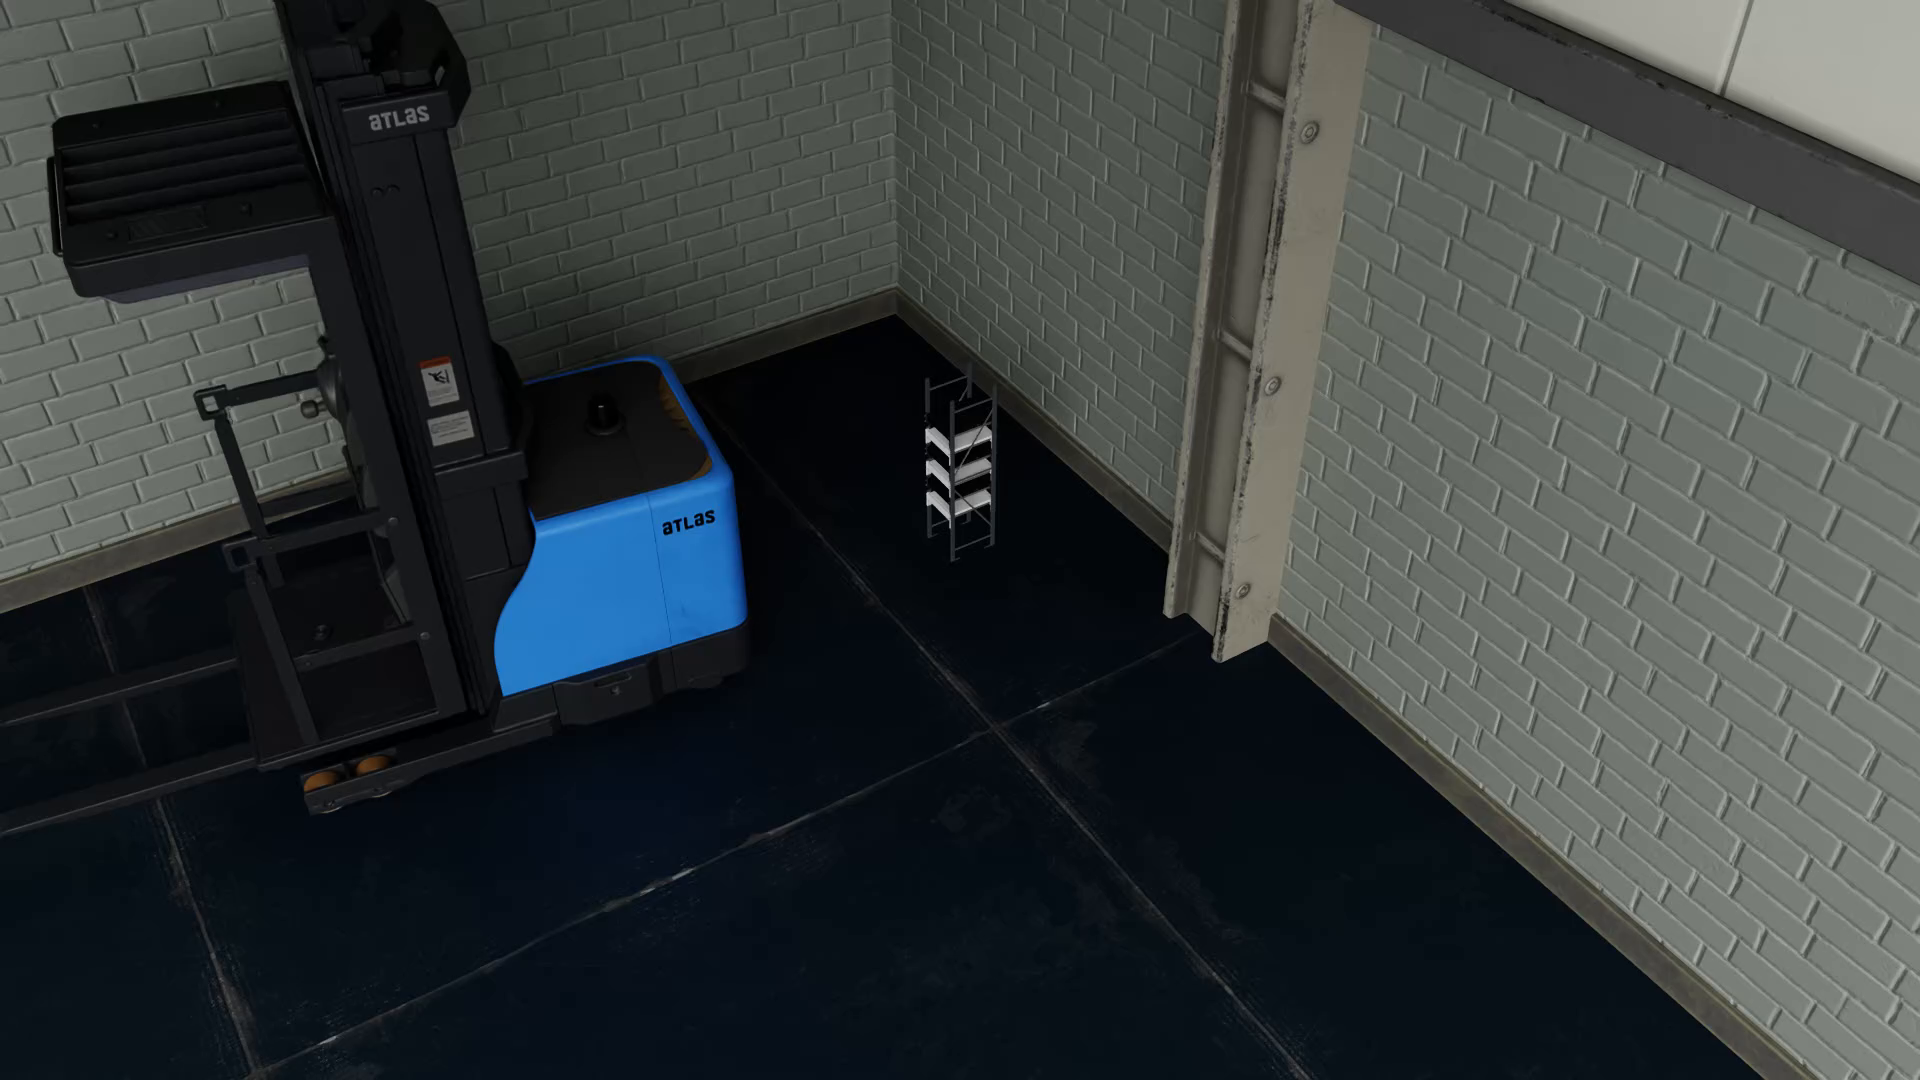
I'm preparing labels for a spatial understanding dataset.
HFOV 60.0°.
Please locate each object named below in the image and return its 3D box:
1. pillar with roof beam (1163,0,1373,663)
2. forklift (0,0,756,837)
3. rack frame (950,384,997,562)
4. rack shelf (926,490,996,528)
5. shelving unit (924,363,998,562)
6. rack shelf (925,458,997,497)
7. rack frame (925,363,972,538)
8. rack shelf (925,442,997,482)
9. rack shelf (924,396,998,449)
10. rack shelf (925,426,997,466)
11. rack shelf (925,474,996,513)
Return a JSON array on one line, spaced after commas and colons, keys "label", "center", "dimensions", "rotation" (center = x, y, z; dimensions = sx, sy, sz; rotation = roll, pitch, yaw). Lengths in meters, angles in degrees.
[{"label": "pillar with roof beam", "center": [-2.491, -1.602, 2.703], "dimensions": [9.100, 9.000, 0.400], "rotation": [-22, 45, -24]}, {"label": "forklift", "center": [-2.432, -0.443, 6.053], "dimensions": [3.031, 2.935, 1.130], "rotation": [-16, 43, -19]}, {"label": "rack frame", "center": [0.059, -0.286, 7.451], "dimensions": [0.240, 0.900, 0.006], "rotation": [-22, 45, -24]}, {"label": "rack shelf", "center": [0.004, -0.177, 7.654], "dimensions": [0.258, 0.077, 0.200], "rotation": [-22, 45, -24]}, {"label": "shelving unit", "center": [0.004, -0.341, 7.517], "dimensions": [0.258, 0.900, 0.210], "rotation": [-22, 45, -24]}, {"label": "rack shelf", "center": [0.004, -0.316, 7.539], "dimensions": [0.258, 0.077, 0.200], "rotation": [-22, 45, -24]}, {"label": "rack frame", "center": [-0.050, -0.396, 7.583], "dimensions": [0.240, 0.900, 0.006], "rotation": [-22, 45, -24]}, {"label": "rack shelf", "center": [0.004, -0.385, 7.481], "dimensions": [0.258, 0.077, 0.200], "rotation": [-22, 45, -24]}, {"label": "rack shelf", "center": [0.004, -0.523, 7.366], "dimensions": [0.258, 0.077, 0.200], "rotation": [-22, 45, -24]}, {"label": "rack shelf", "center": [0.004, -0.454, 7.423], "dimensions": [0.258, 0.077, 0.200], "rotation": [-22, 45, -24]}, {"label": "rack shelf", "center": [0.004, -0.247, 7.596], "dimensions": [0.258, 0.077, 0.200], "rotation": [-22, 45, -24]}]
